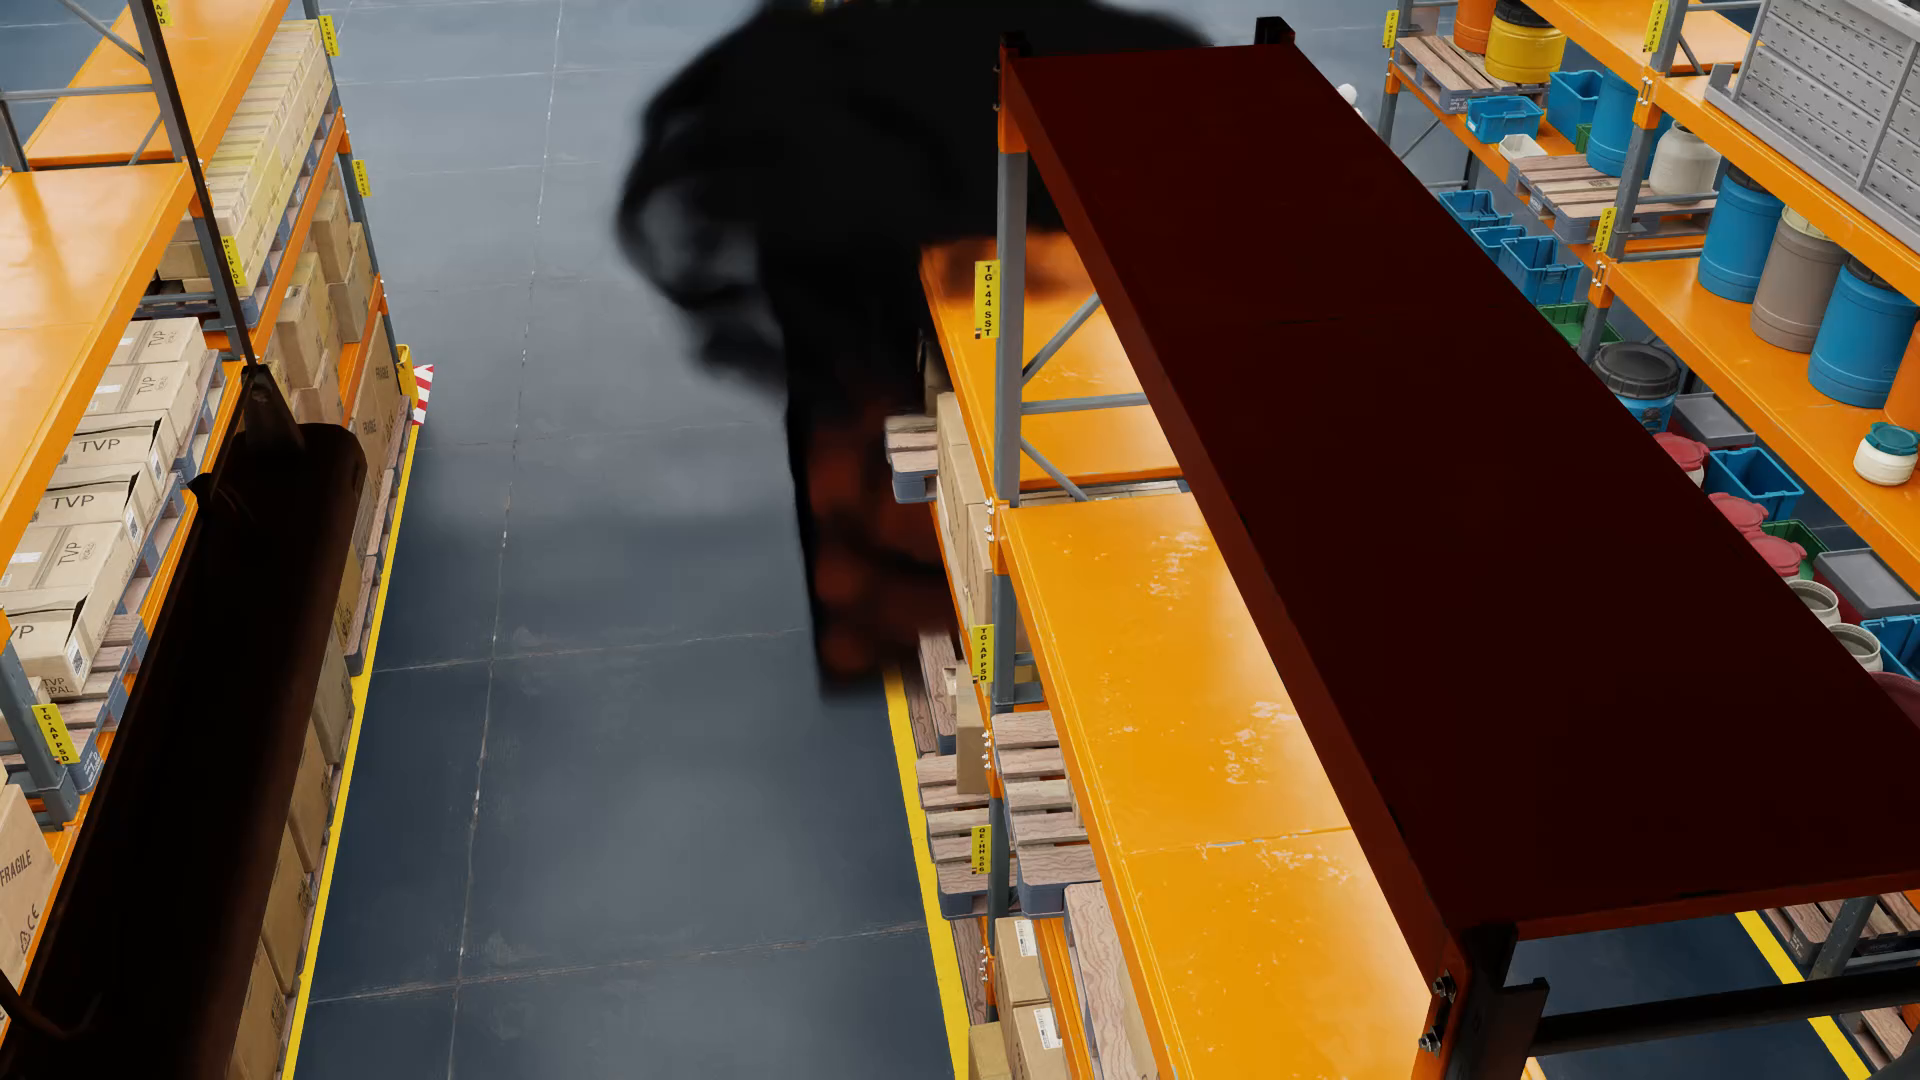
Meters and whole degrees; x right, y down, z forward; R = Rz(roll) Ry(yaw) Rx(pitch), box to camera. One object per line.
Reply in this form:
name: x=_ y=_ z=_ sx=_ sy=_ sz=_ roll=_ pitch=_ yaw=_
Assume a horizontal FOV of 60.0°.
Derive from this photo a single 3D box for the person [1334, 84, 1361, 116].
person: x=3.932 y=-3.767 z=17.078 sx=0.931 sy=1.828 sz=0.696 roll=23 pitch=42 yaw=28
